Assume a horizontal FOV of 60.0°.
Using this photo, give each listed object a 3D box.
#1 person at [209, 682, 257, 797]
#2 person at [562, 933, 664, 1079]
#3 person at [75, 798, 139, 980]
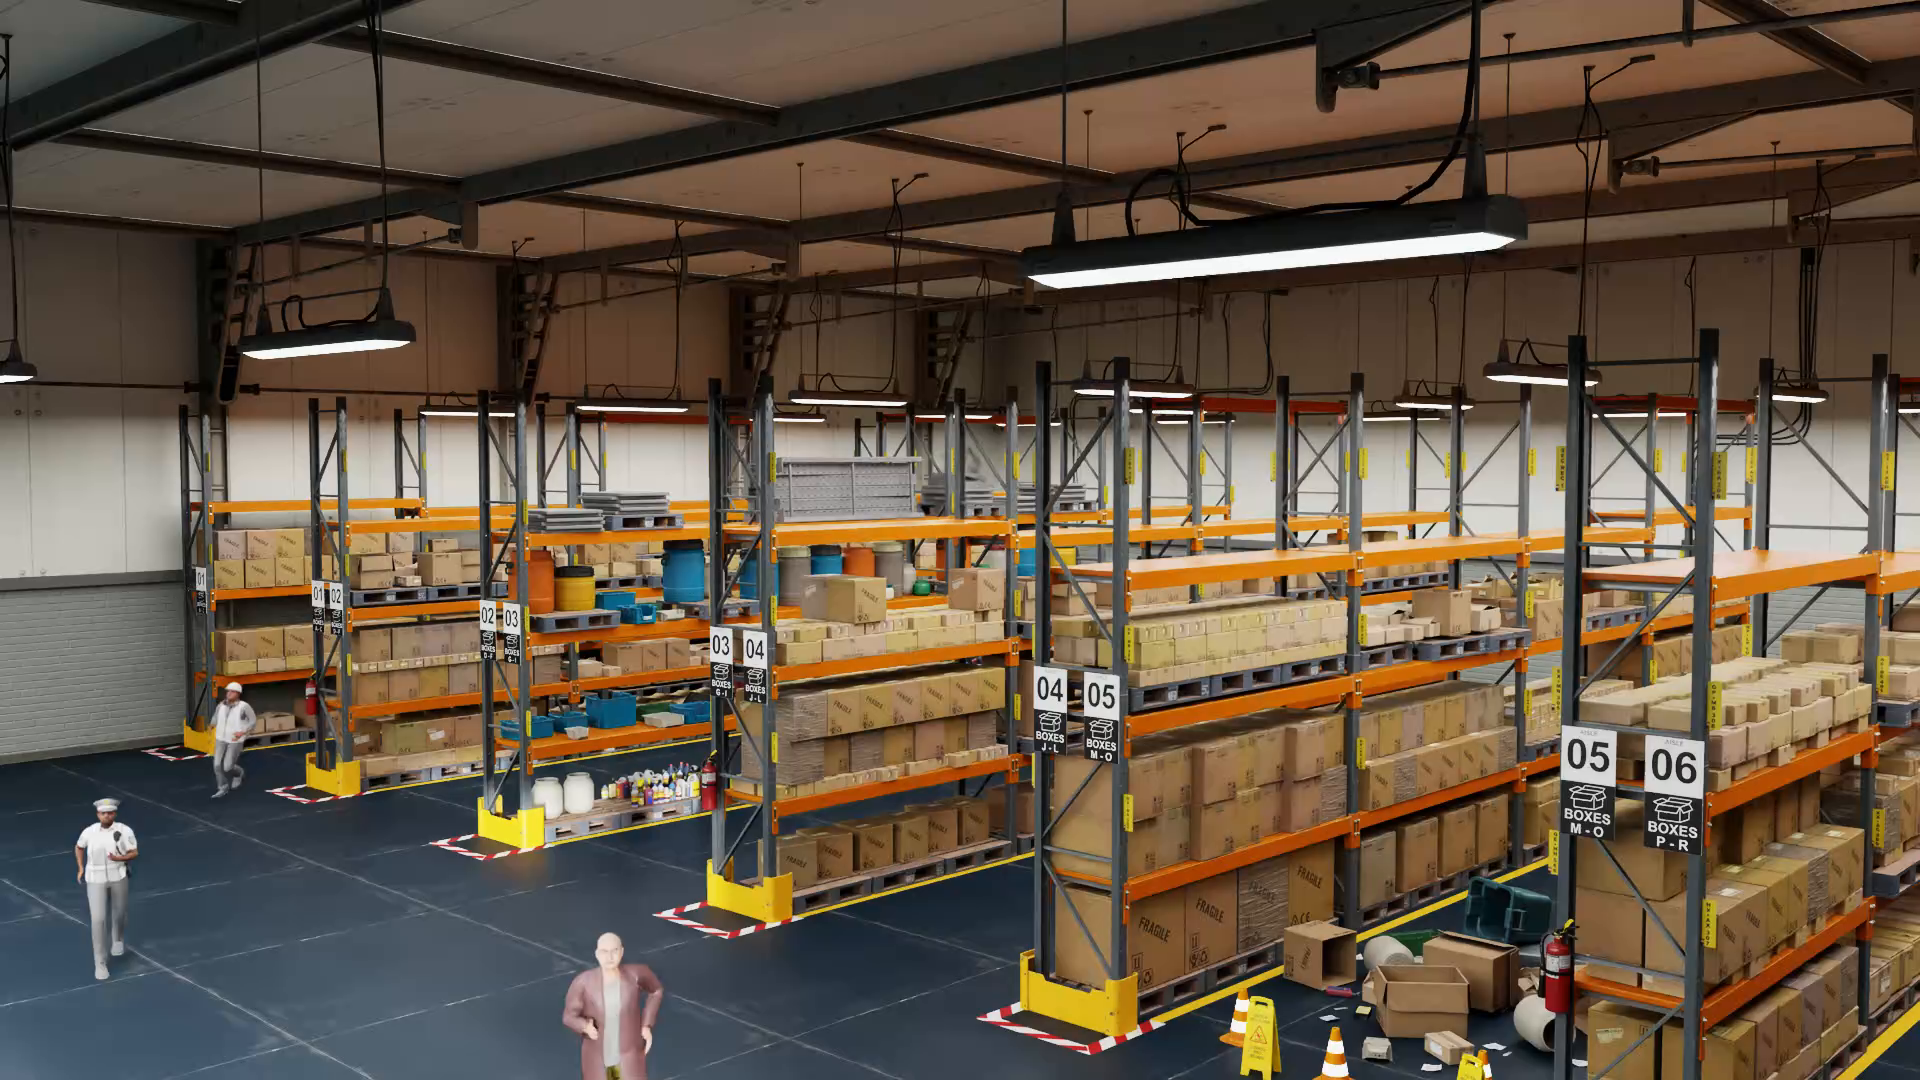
[{"bbox_3d":[-10.965,2.991,25.033,0.687,1.703,0.592,0,3,9],"label":"person"},{"bbox_3d":[-2.437,3.670,11.675,0.684,1.843,0.841,0,3,-7],"label":"person"},{"bbox_3d":[-8.522,3.423,16.628,0.562,1.721,0.885,-2,3,-27],"label":"person"}]
